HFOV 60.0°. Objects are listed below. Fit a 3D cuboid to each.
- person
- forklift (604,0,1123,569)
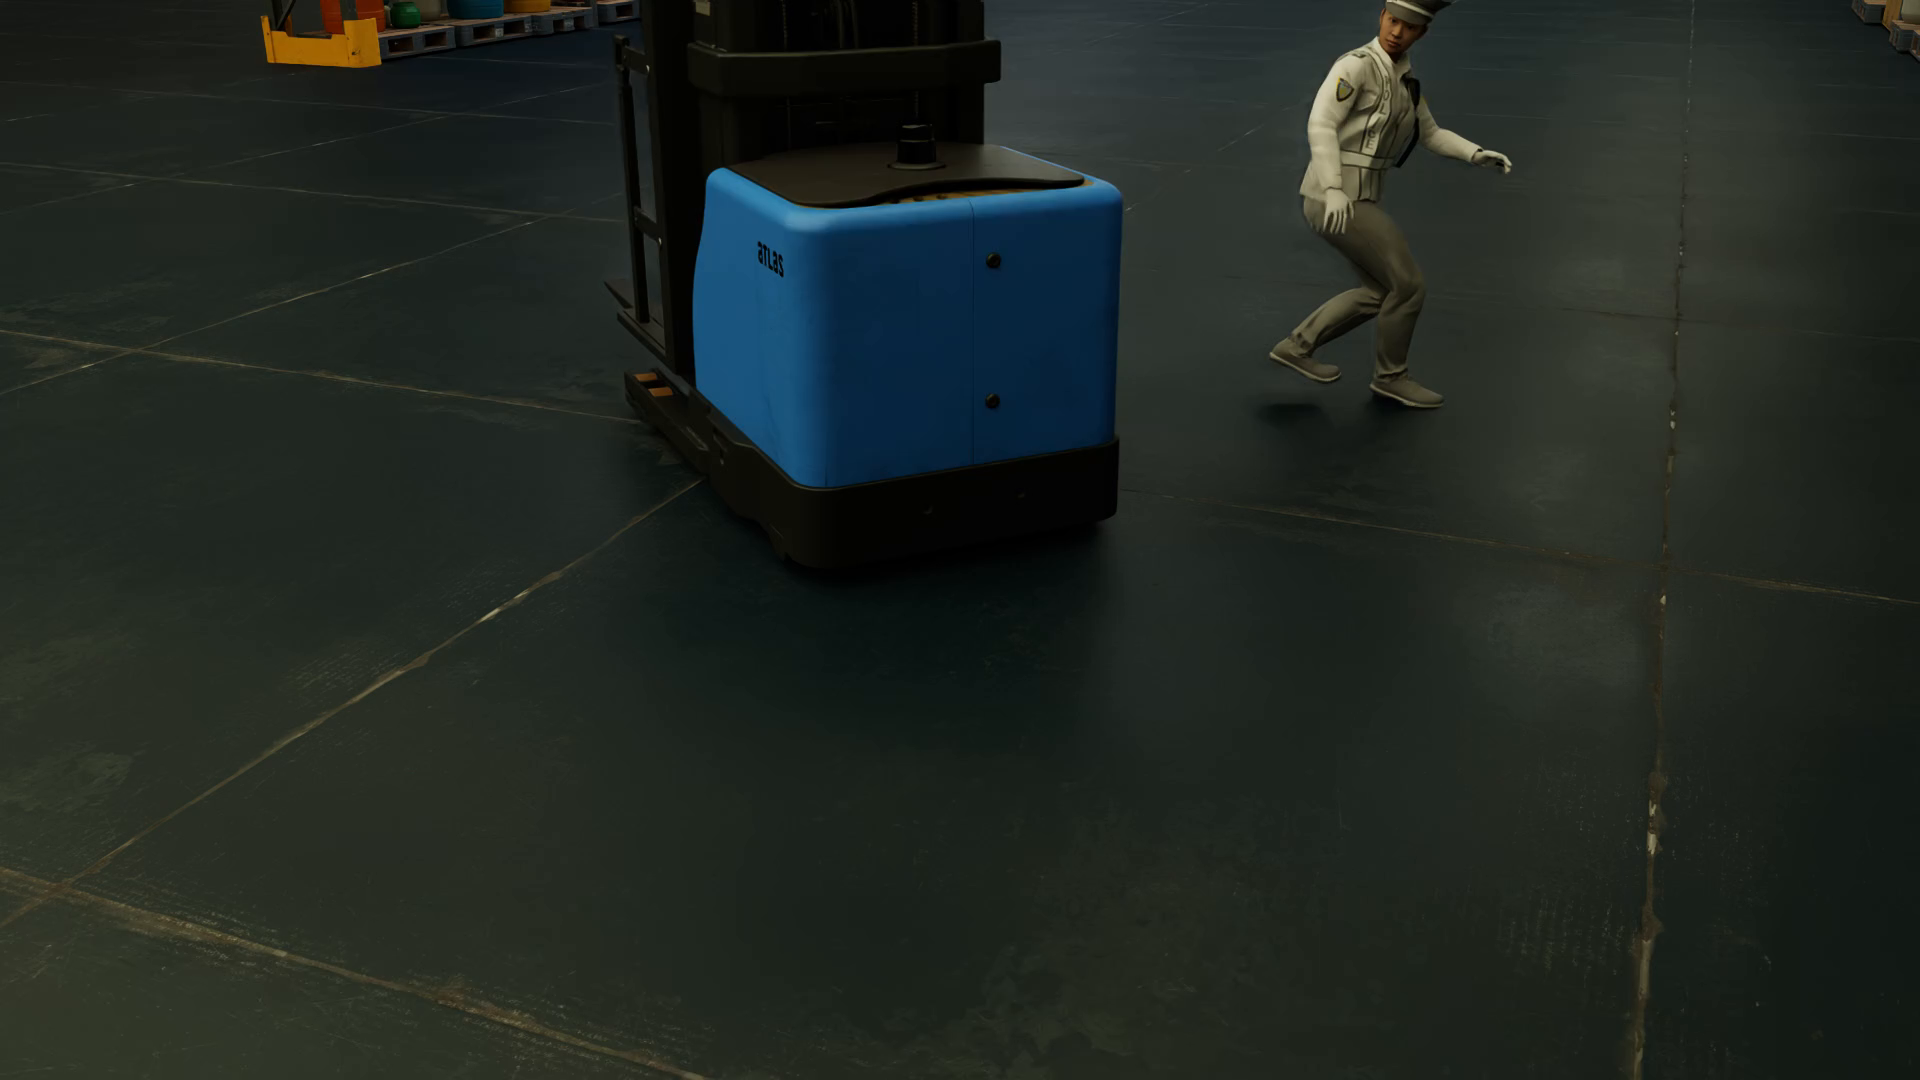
[{"bbox_3d":[1.542,-1.214,6.009,0.802,1.552,0.814,10,25,22],"label":"person"},{"bbox_3d":[-0.596,-1.805,5.610,1.130,2.935,3.031,-10,25,-23],"label":"forklift"}]
